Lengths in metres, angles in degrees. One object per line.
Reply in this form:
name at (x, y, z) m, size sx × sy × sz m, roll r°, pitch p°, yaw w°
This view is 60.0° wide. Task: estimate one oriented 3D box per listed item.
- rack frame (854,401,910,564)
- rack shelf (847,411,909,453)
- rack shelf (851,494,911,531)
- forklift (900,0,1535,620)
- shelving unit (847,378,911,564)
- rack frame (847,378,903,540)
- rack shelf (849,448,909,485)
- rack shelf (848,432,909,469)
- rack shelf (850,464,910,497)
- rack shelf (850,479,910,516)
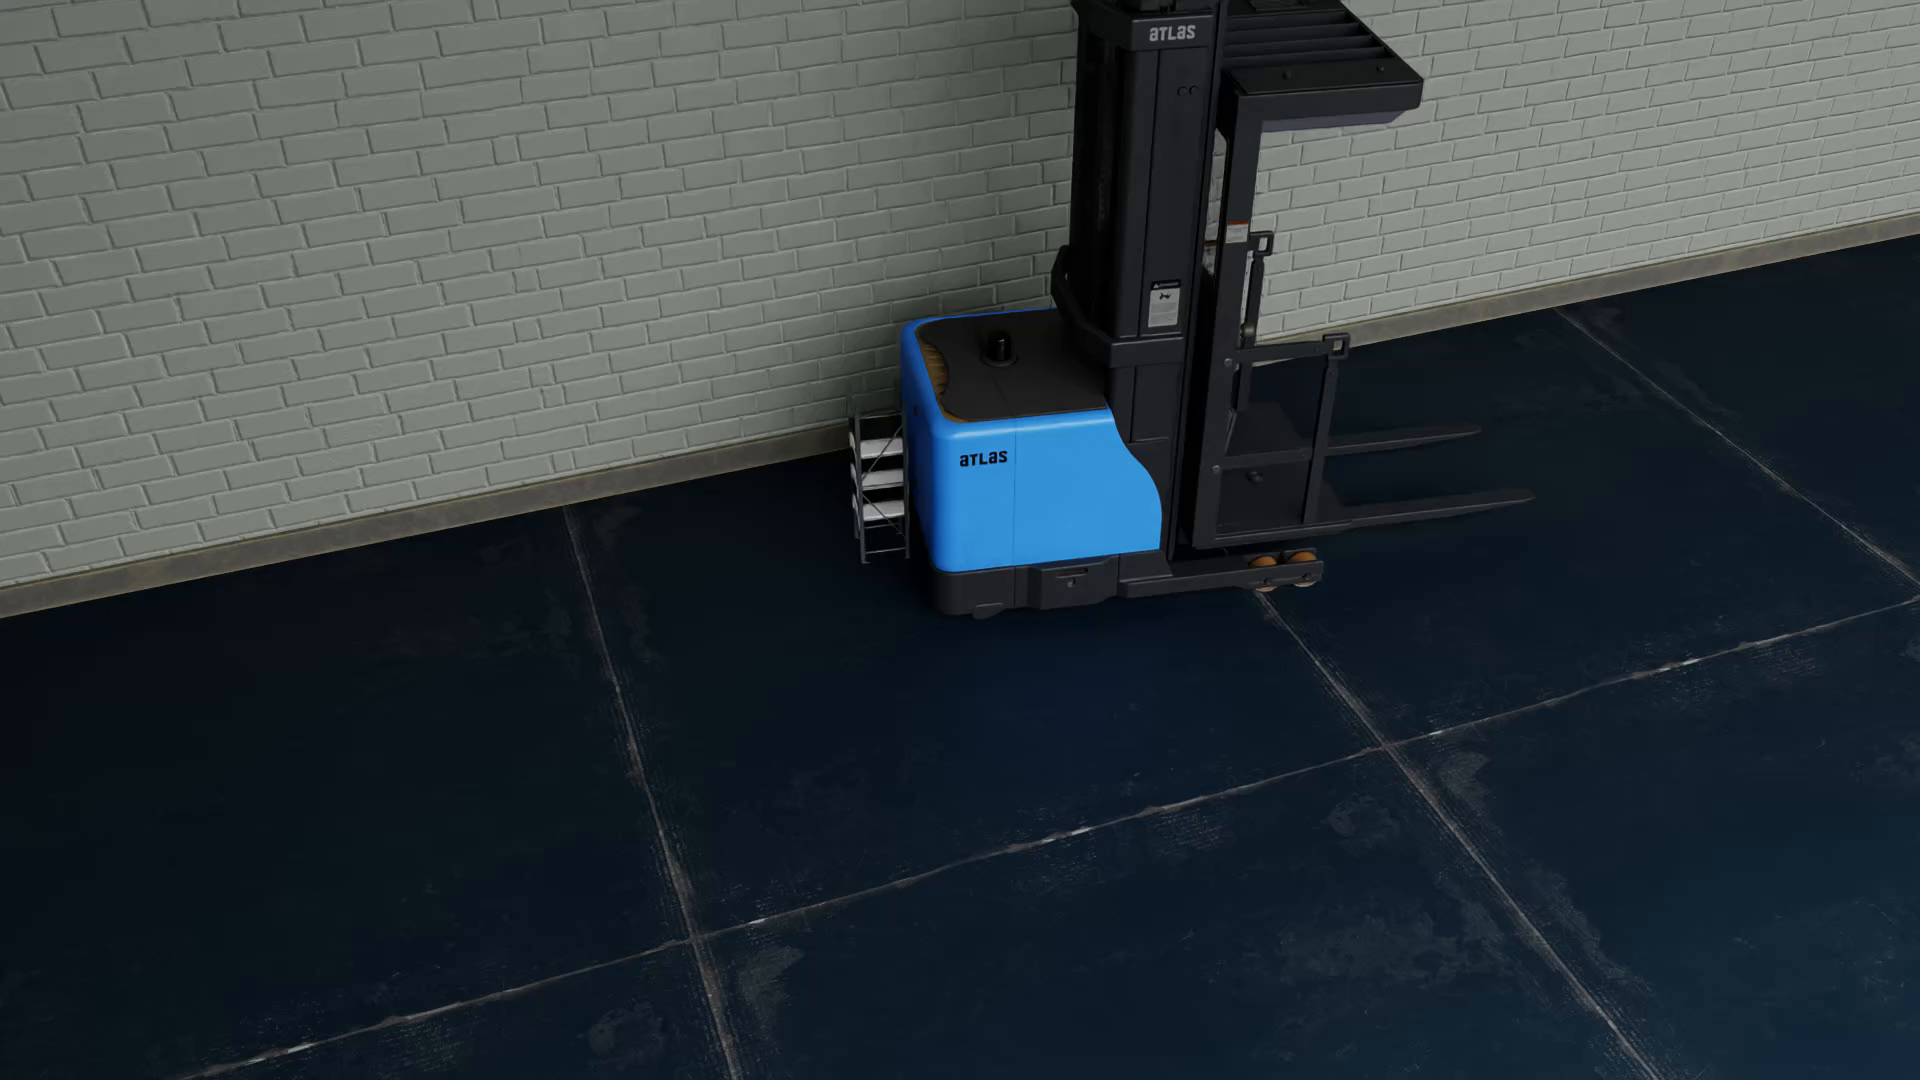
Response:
rack frame at (-0.363, -0.258, 7.845) m, size 0.240 × 0.900 × 0.006 m, roll -7°, pitch 38°, yaw -9°
rack shelf at (-0.384, -0.507, 7.782) m, size 0.258 × 0.077 × 0.200 m, roll -7°, pitch 38°, yaw -9°
rack shelf at (-0.384, -0.148, 8.053) m, size 0.258 × 0.077 × 0.200 m, roll -7°, pitch 38°, yaw -9°
forklift at (1.272, -1.232, 7.449) m, size 3.031 × 2.935 × 1.130 m, roll -6°, pitch 37°, yaw -8°
shelving unit at (-0.384, -0.318, 7.924) m, size 0.258 × 0.900 × 0.210 m, roll -7°, pitch 38°, yaw -9°
rack frame at (-0.405, -0.378, 8.004) m, size 0.240 × 0.900 × 0.006 m, roll -7°, pitch 38°, yaw -9°
rack shelf at (-0.384, -0.363, 7.890) m, size 0.258 × 0.077 × 0.200 m, roll -7°, pitch 38°, yaw -9°
rack shelf at (-0.384, -0.435, 7.836) m, size 0.258 × 0.077 × 0.200 m, roll -7°, pitch 38°, yaw -9°
rack shelf at (-0.384, -0.291, 7.944) m, size 0.258 × 0.077 × 0.200 m, roll -7°, pitch 38°, yaw -9°
rack shelf at (-0.384, -0.220, 7.999) m, size 0.258 × 0.077 × 0.200 m, roll -7°, pitch 38°, yaw -9°
